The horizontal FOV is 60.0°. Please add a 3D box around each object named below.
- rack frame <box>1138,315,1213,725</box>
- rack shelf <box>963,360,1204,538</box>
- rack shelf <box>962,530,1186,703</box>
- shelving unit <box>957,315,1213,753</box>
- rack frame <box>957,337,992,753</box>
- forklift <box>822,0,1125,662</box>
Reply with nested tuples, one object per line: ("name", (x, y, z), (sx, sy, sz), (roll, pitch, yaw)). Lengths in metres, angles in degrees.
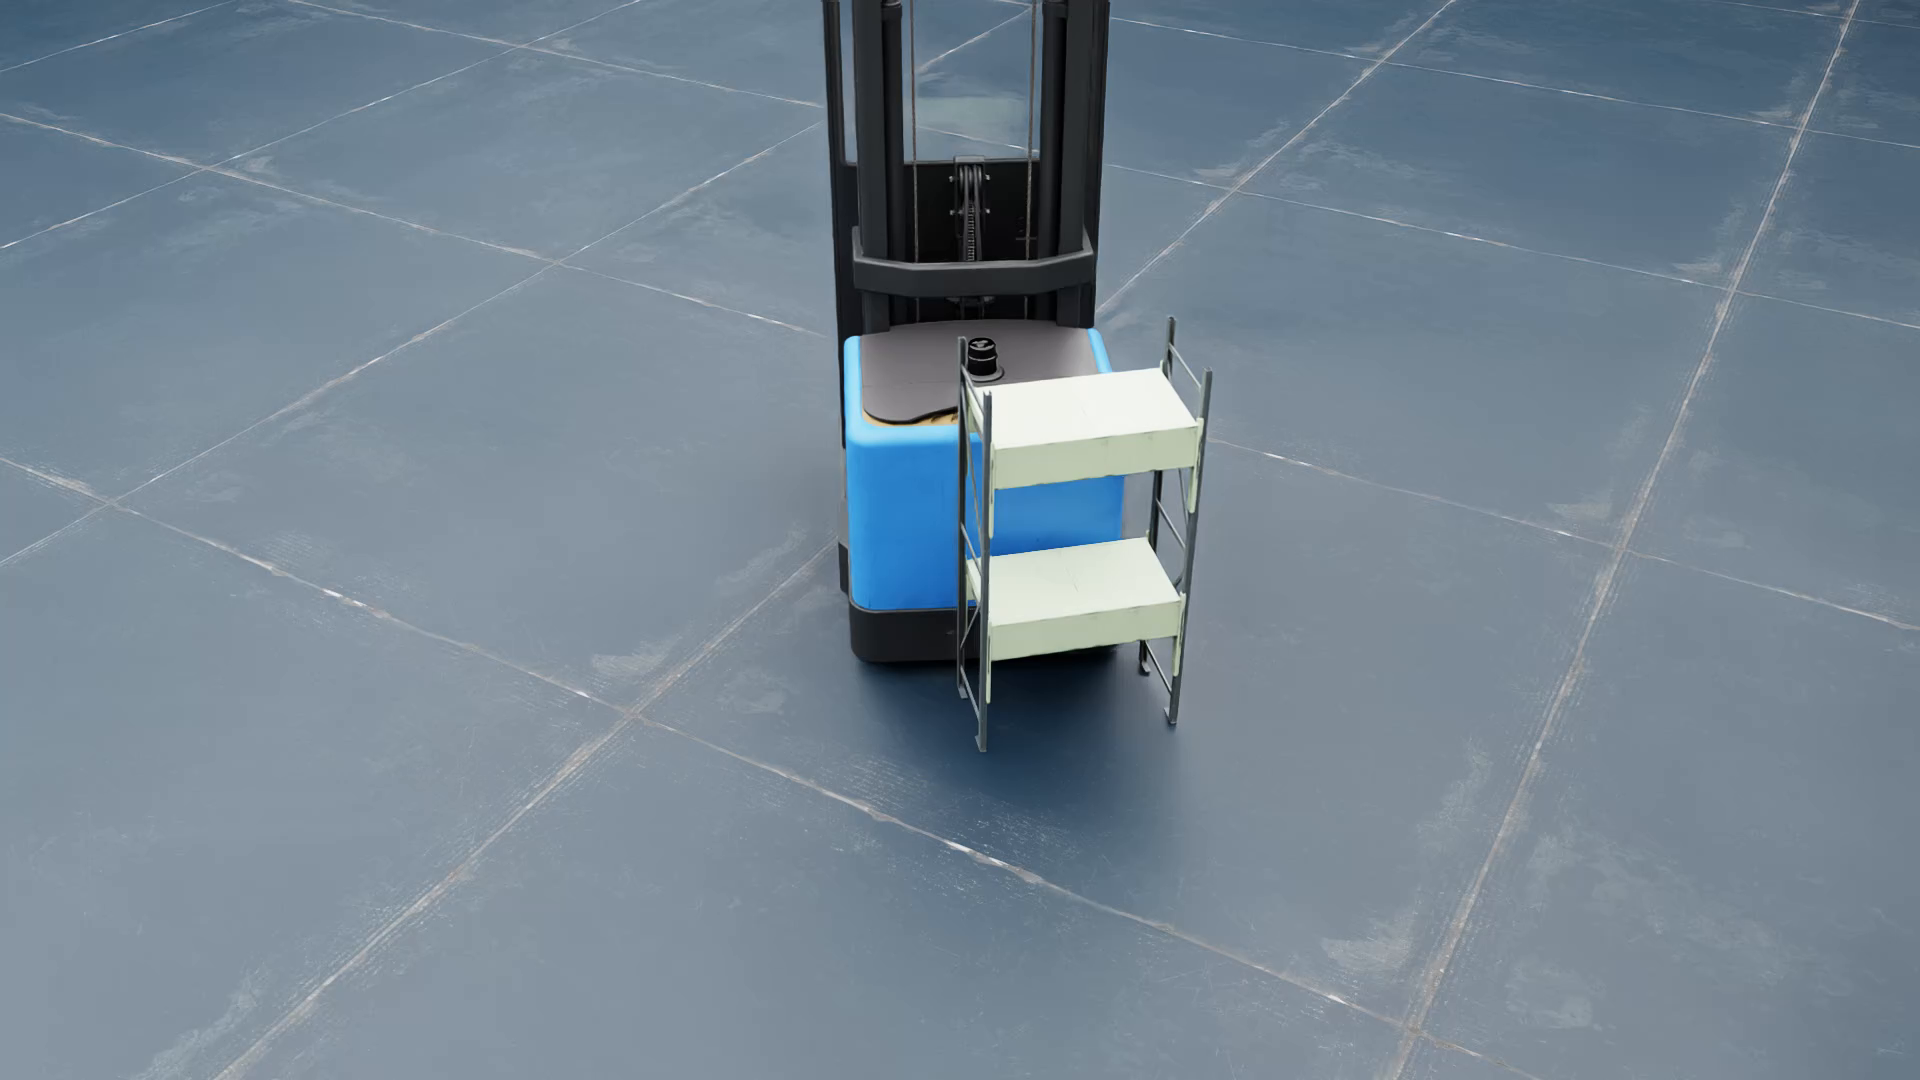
("rack frame", (0.759, -0.039, 5.948), (0.023, 1.500, 0.400), (-7, 35, -11))
("rack shelf", (0.403, -0.315, 5.659), (0.720, 0.370, 0.431), (-7, 35, -11))
("rack shelf", (0.401, 0.274, 6.066), (0.720, 0.370, 0.431), (-7, 35, -11))
("shelving unit", (0.402, 0.006, 5.881), (0.755, 1.500, 0.431), (-7, 35, -11))
("rack frame", (0.045, 0.051, 5.813), (0.023, 1.500, 0.400), (-7, 35, -11))
("forklift", (0.006, -1.541, 6.919), (1.130, 2.935, 3.031), (-2, 34, -3))
